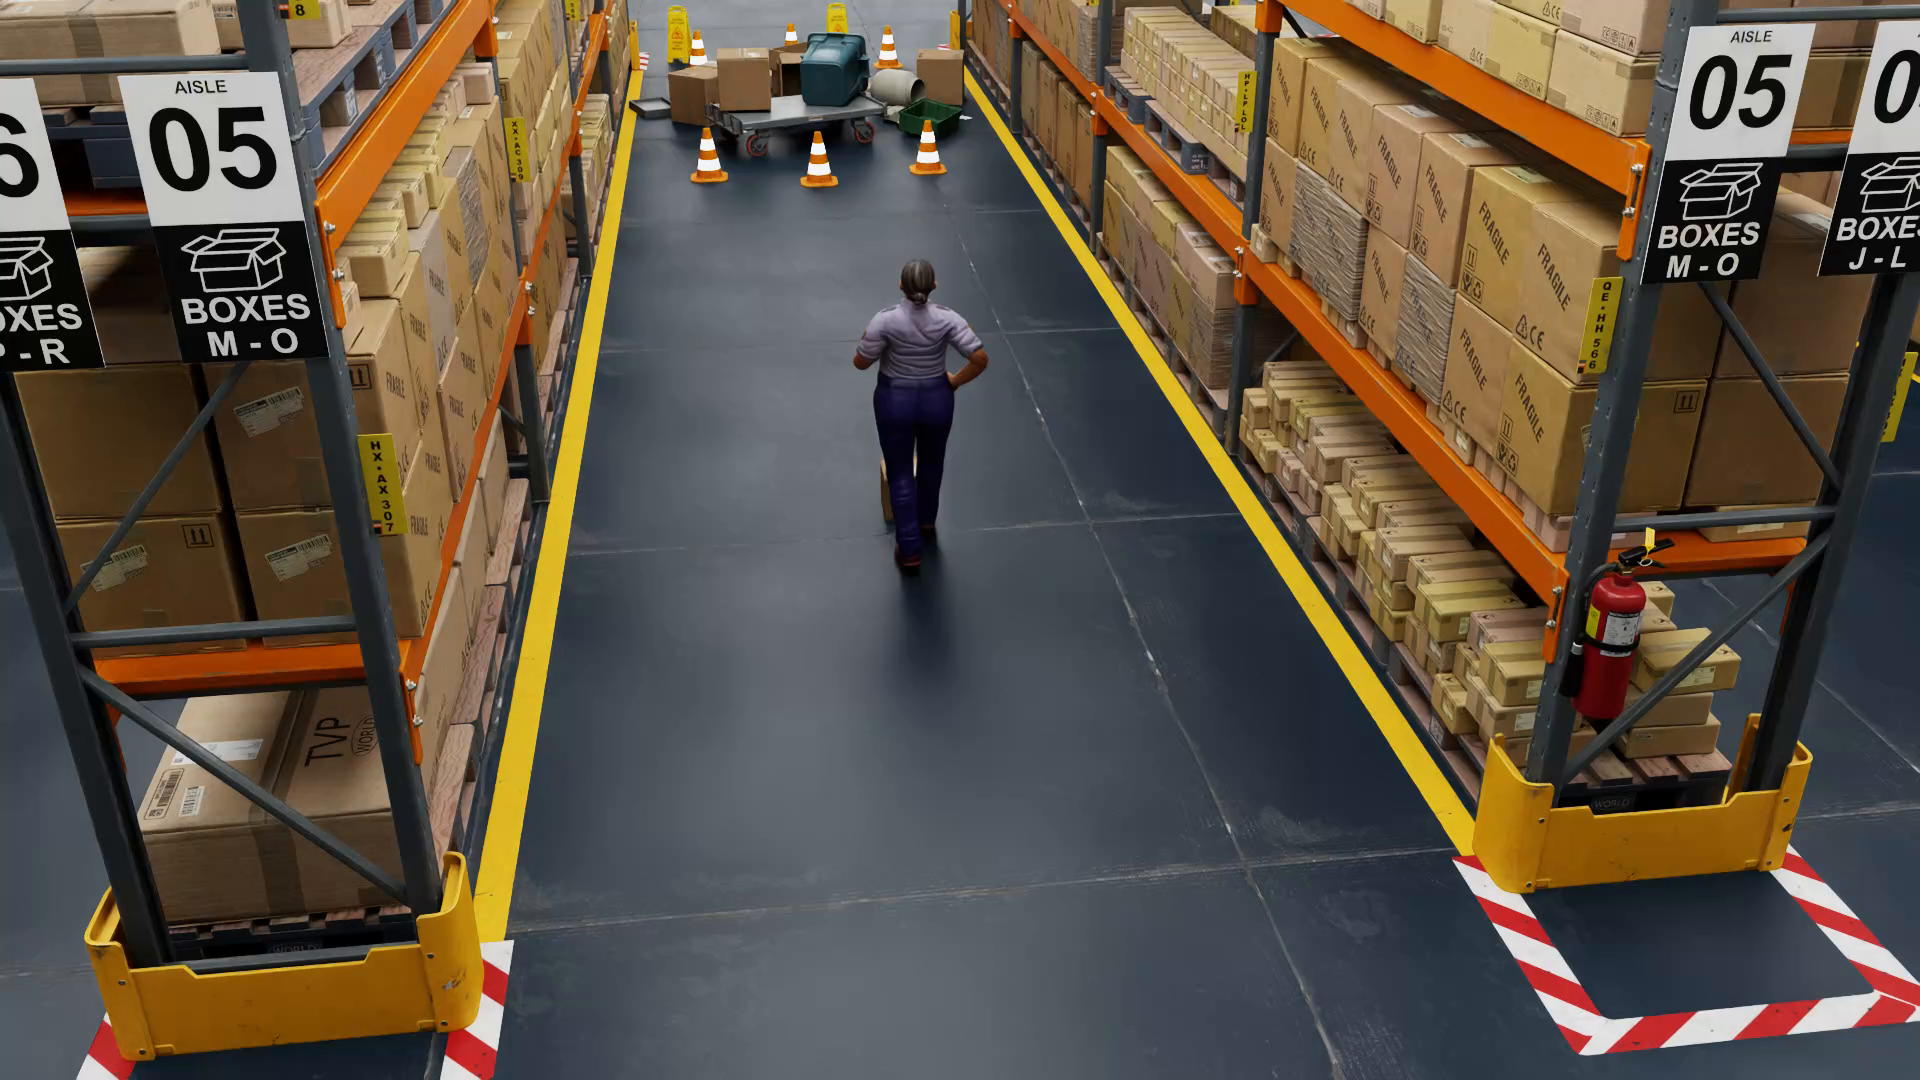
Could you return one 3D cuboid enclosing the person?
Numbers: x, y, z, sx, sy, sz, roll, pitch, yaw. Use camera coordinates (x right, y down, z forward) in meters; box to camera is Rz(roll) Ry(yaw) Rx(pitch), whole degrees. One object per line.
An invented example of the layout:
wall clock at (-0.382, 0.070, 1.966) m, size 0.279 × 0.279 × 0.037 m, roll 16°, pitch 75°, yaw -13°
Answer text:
person at (-0.236, -0.705, 8.461) m, size 0.636 × 1.628 × 0.729 m, roll -5°, pitch 28°, yaw -10°
